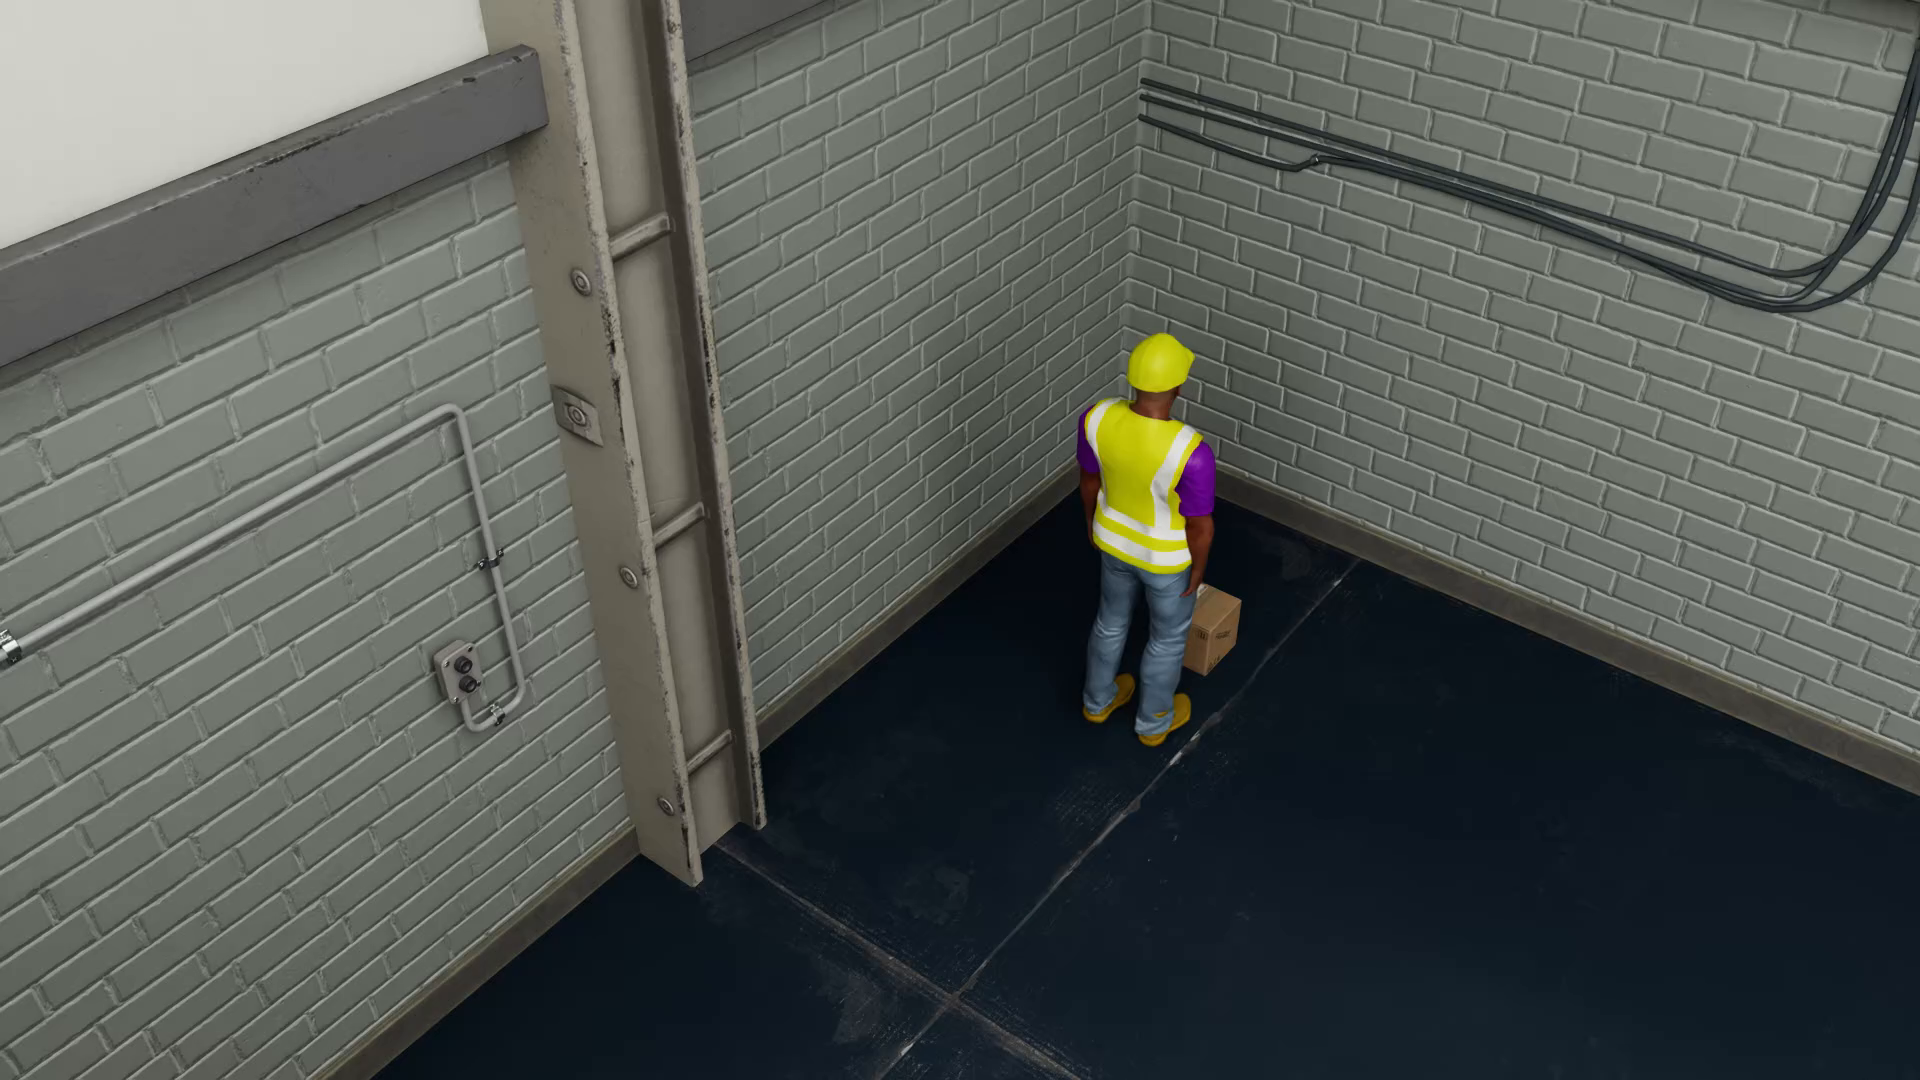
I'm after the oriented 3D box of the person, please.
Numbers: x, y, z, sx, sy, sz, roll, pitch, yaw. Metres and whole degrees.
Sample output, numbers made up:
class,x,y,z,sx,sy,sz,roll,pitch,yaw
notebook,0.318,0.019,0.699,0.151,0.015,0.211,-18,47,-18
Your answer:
class,x,y,z,sx,sy,sz,roll,pitch,yaw
person,0.687,0.007,6.134,0.562,1.766,0.367,27,46,29
